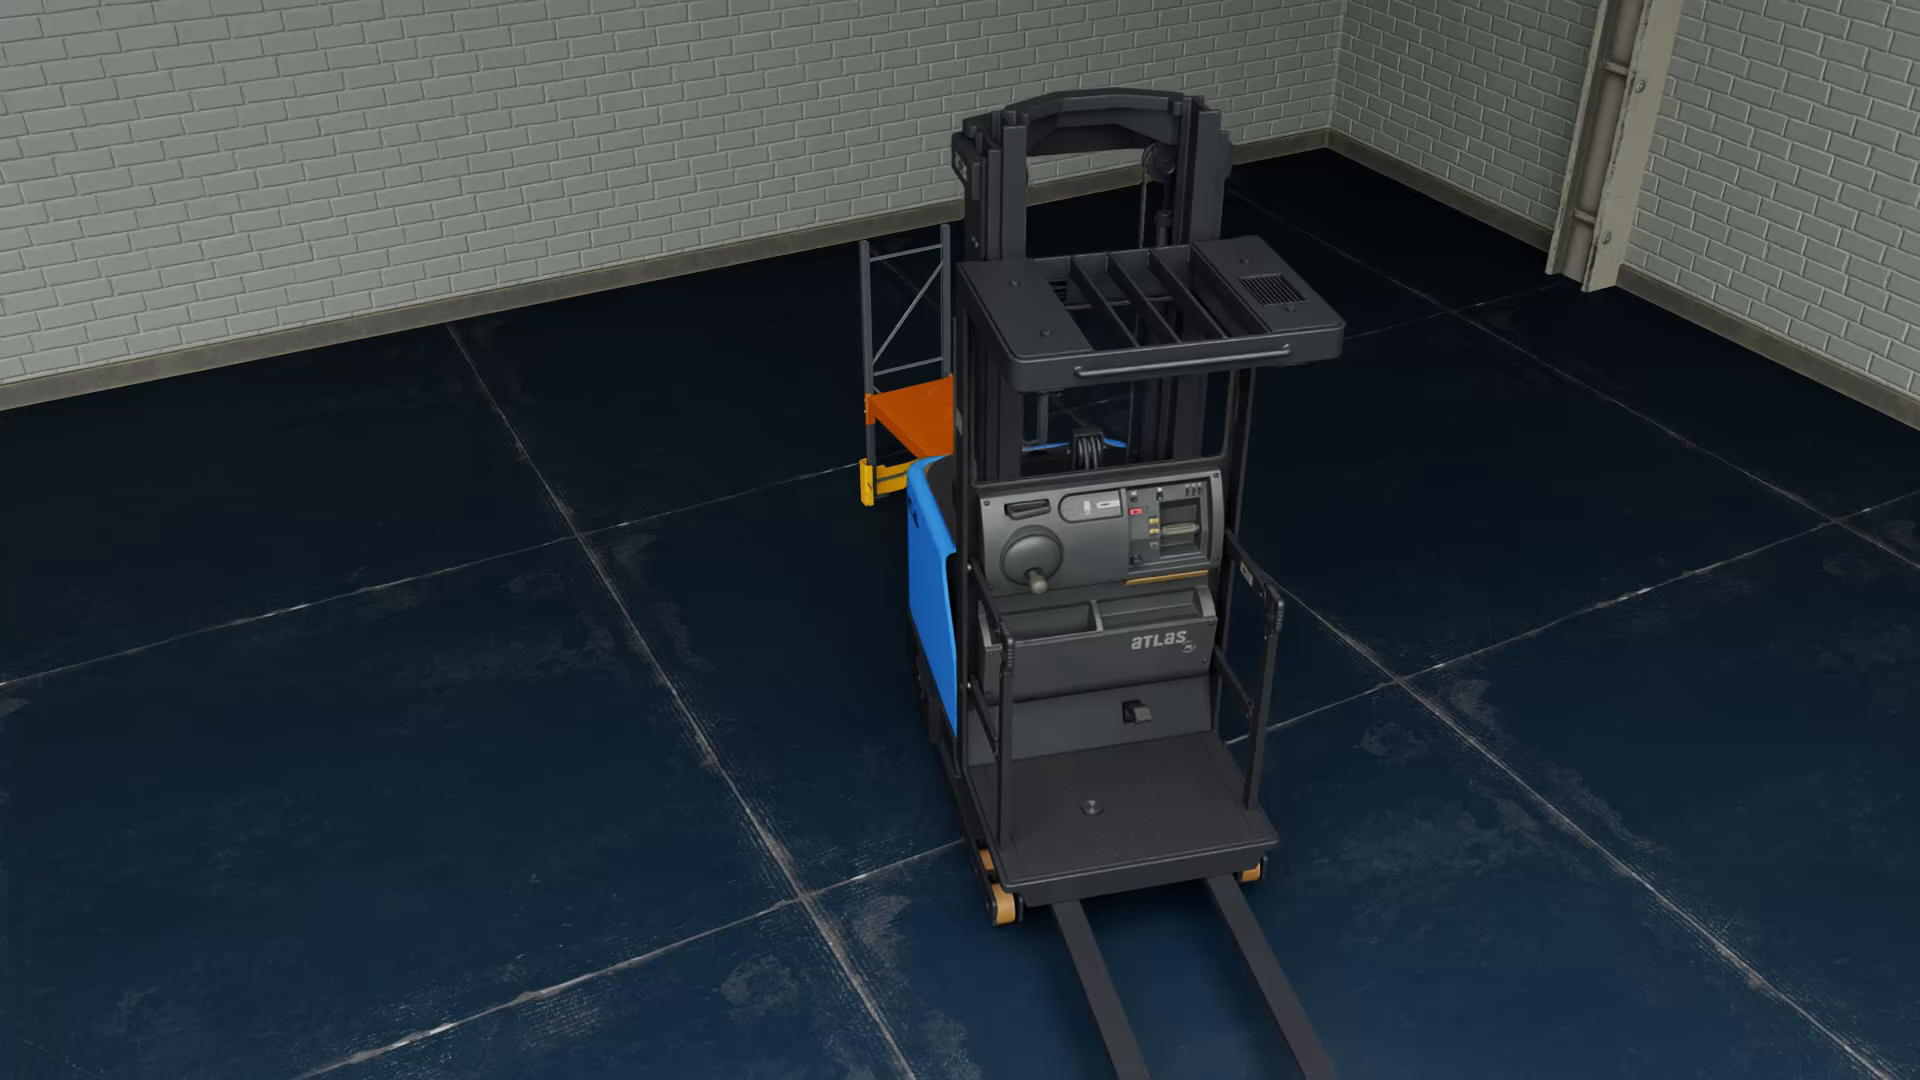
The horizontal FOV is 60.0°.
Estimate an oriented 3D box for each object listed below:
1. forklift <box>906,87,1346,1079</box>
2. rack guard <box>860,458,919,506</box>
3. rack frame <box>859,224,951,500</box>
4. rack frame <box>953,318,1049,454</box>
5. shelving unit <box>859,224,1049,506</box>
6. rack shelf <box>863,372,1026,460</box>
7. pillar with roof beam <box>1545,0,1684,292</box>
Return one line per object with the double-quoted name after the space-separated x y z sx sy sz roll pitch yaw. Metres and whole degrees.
0.583 0.025 5.994 1.130 2.935 3.031 -7 33 -11 "forklift"
-0.268 -0.379 9.110 0.587 0.250 0.087 -16 36 -23 "rack guard"
-0.277 -0.915 8.788 0.500 1.500 0.032 -16 36 -23 "rack frame"
0.197 -0.430 8.030 0.500 1.500 0.032 -16 36 -23 "rack frame"
-0.036 -0.668 8.402 0.587 1.500 1.083 -16 36 -23 "shelving unit"
-0.040 -0.521 8.506 0.538 0.185 1.000 -16 36 -23 "rack shelf"
0.526 -4.535 7.486 9.100 9.000 0.400 -16 36 -23 "pillar with roof beam"
